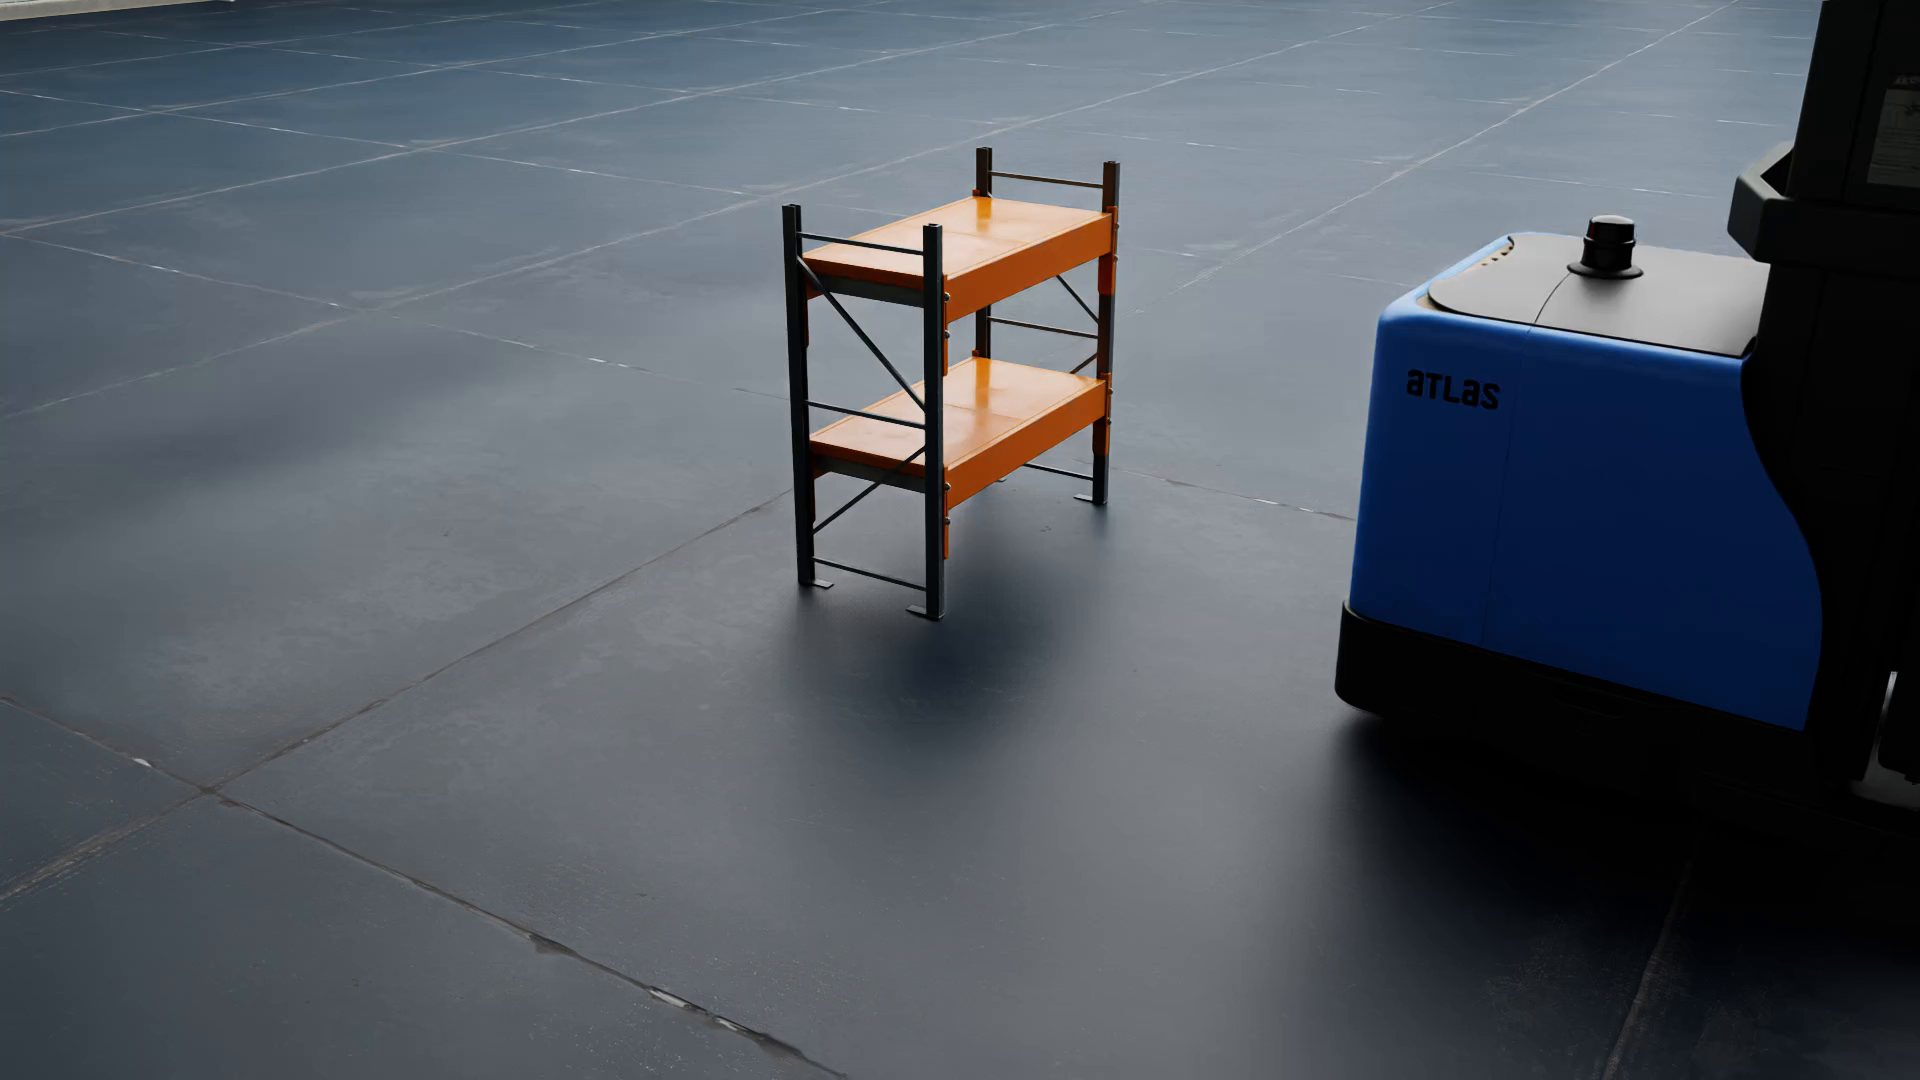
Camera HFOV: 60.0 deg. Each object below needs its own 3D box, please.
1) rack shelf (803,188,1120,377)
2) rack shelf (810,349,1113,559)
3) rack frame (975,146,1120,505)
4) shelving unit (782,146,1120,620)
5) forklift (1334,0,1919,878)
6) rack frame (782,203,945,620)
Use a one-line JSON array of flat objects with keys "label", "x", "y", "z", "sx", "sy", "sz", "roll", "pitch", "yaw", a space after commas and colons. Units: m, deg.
[{"label": "rack shelf", "x": 0.004, "y": -0.787, "z": 4.916, "sx": 0.538, "sy": 0.278, "sz": 1.000, "roll": 14, "pitch": 27, "yaw": 29}, {"label": "rack shelf", "x": 0.004, "y": -0.294, "z": 5.129, "sx": 0.538, "sy": 0.278, "sz": 1.000, "roll": 14, "pitch": 27, "yaw": 29}, {"label": "rack frame", "x": 0.272, "y": -0.690, "z": 5.428, "sx": 0.500, "sy": 1.125, "sz": 0.032, "roll": 14, "pitch": 27, "yaw": 29}, {"label": "shelving unit", "x": 0.004, "y": -0.518, "z": 5.032, "sx": 0.538, "sy": 1.125, "sz": 1.048, "roll": 14, "pitch": 27, "yaw": 29}, {"label": "forklift", "x": 2.449, "y": -0.718, "z": 3.219, "sx": 3.031, "sy": 2.935, "sz": 1.130, "roll": 15, "pitch": 28, "yaw": 31}, {"label": "rack frame", "x": -0.265, "y": -0.347, "z": 4.635, "sx": 0.500, "sy": 1.125, "sz": 0.032, "roll": 14, "pitch": 27, "yaw": 29}]
